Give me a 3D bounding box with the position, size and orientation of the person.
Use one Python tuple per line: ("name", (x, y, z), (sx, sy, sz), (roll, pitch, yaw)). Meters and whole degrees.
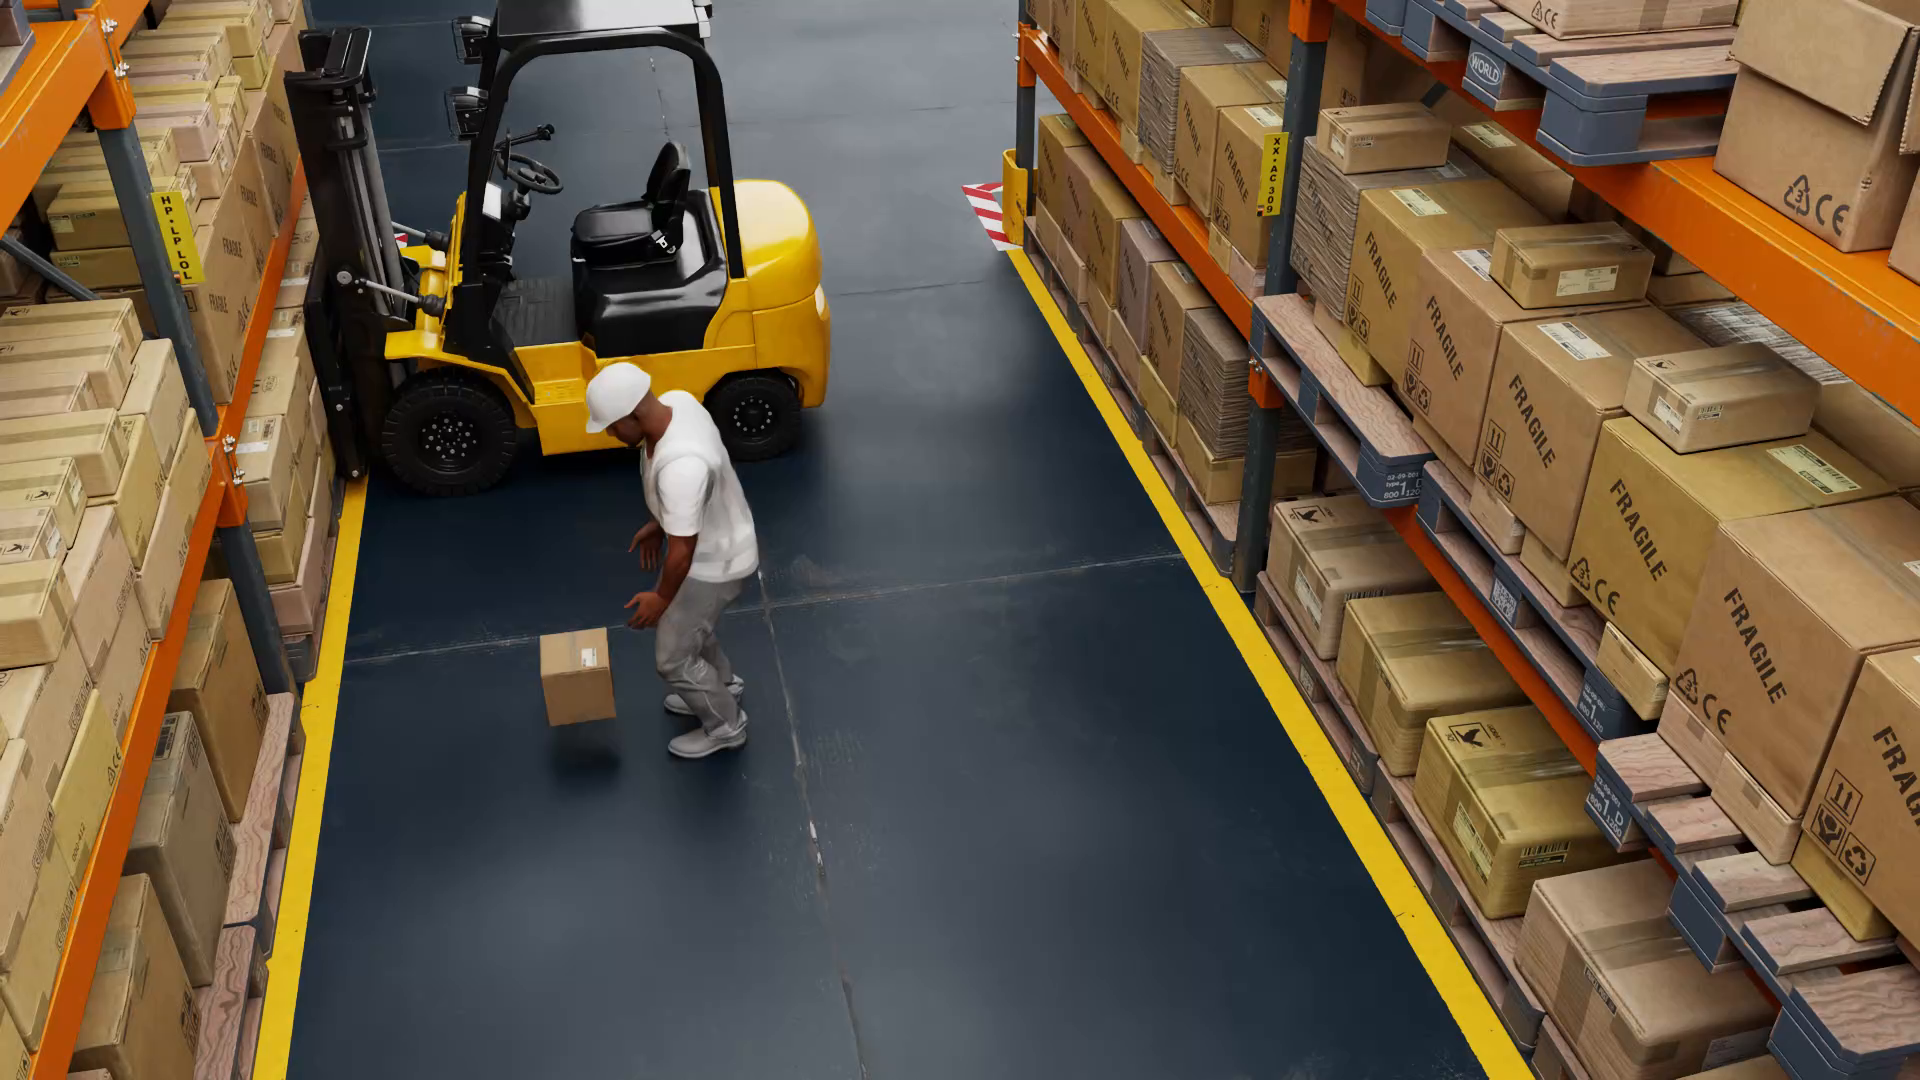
("person", (-1.019, 0.074, 6.118), (0.554, 1.650, 0.610), (-6, 35, -9))
